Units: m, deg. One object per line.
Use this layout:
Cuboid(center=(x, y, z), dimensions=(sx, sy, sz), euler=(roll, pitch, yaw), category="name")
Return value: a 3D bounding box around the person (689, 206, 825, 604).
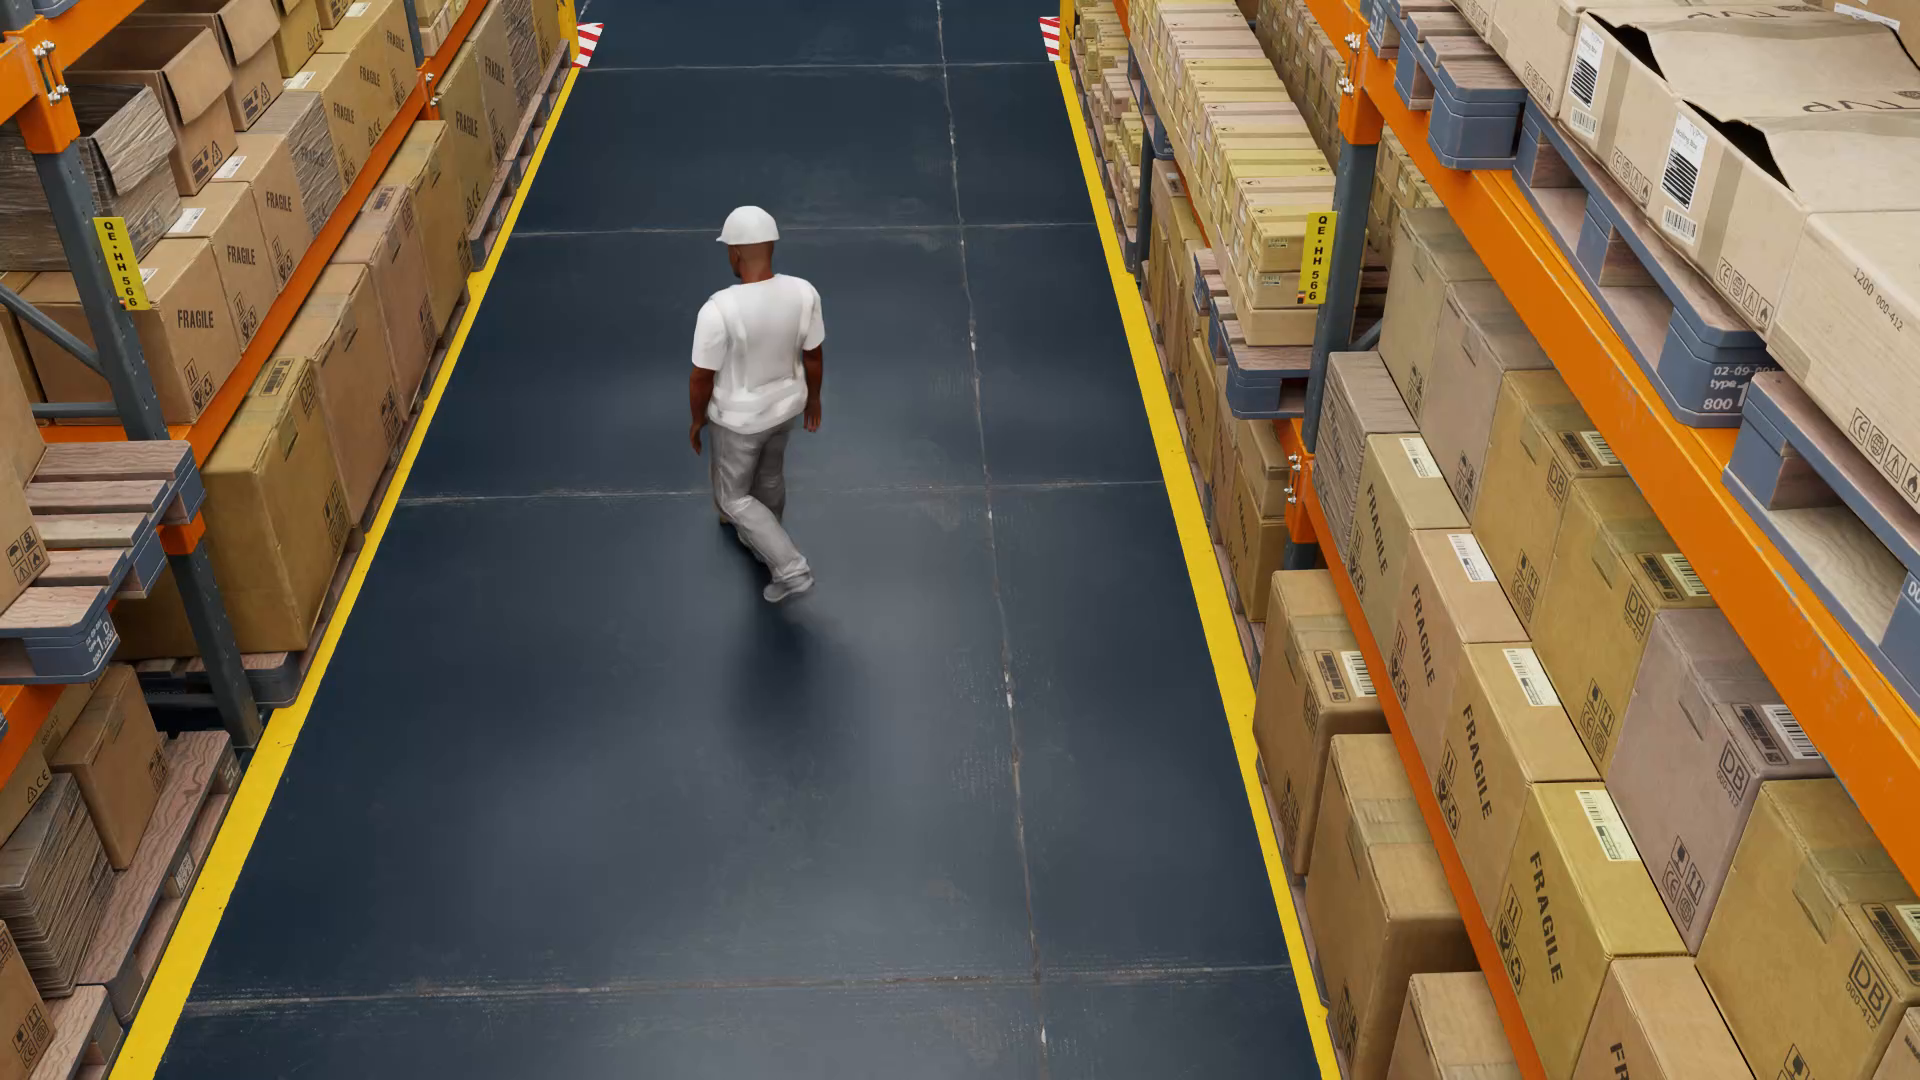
Cuboid(center=(-0.834, -0.539, 6.882), dimensions=(0.591, 1.753, 0.809), euler=(-27, 43, -33), category="person")
